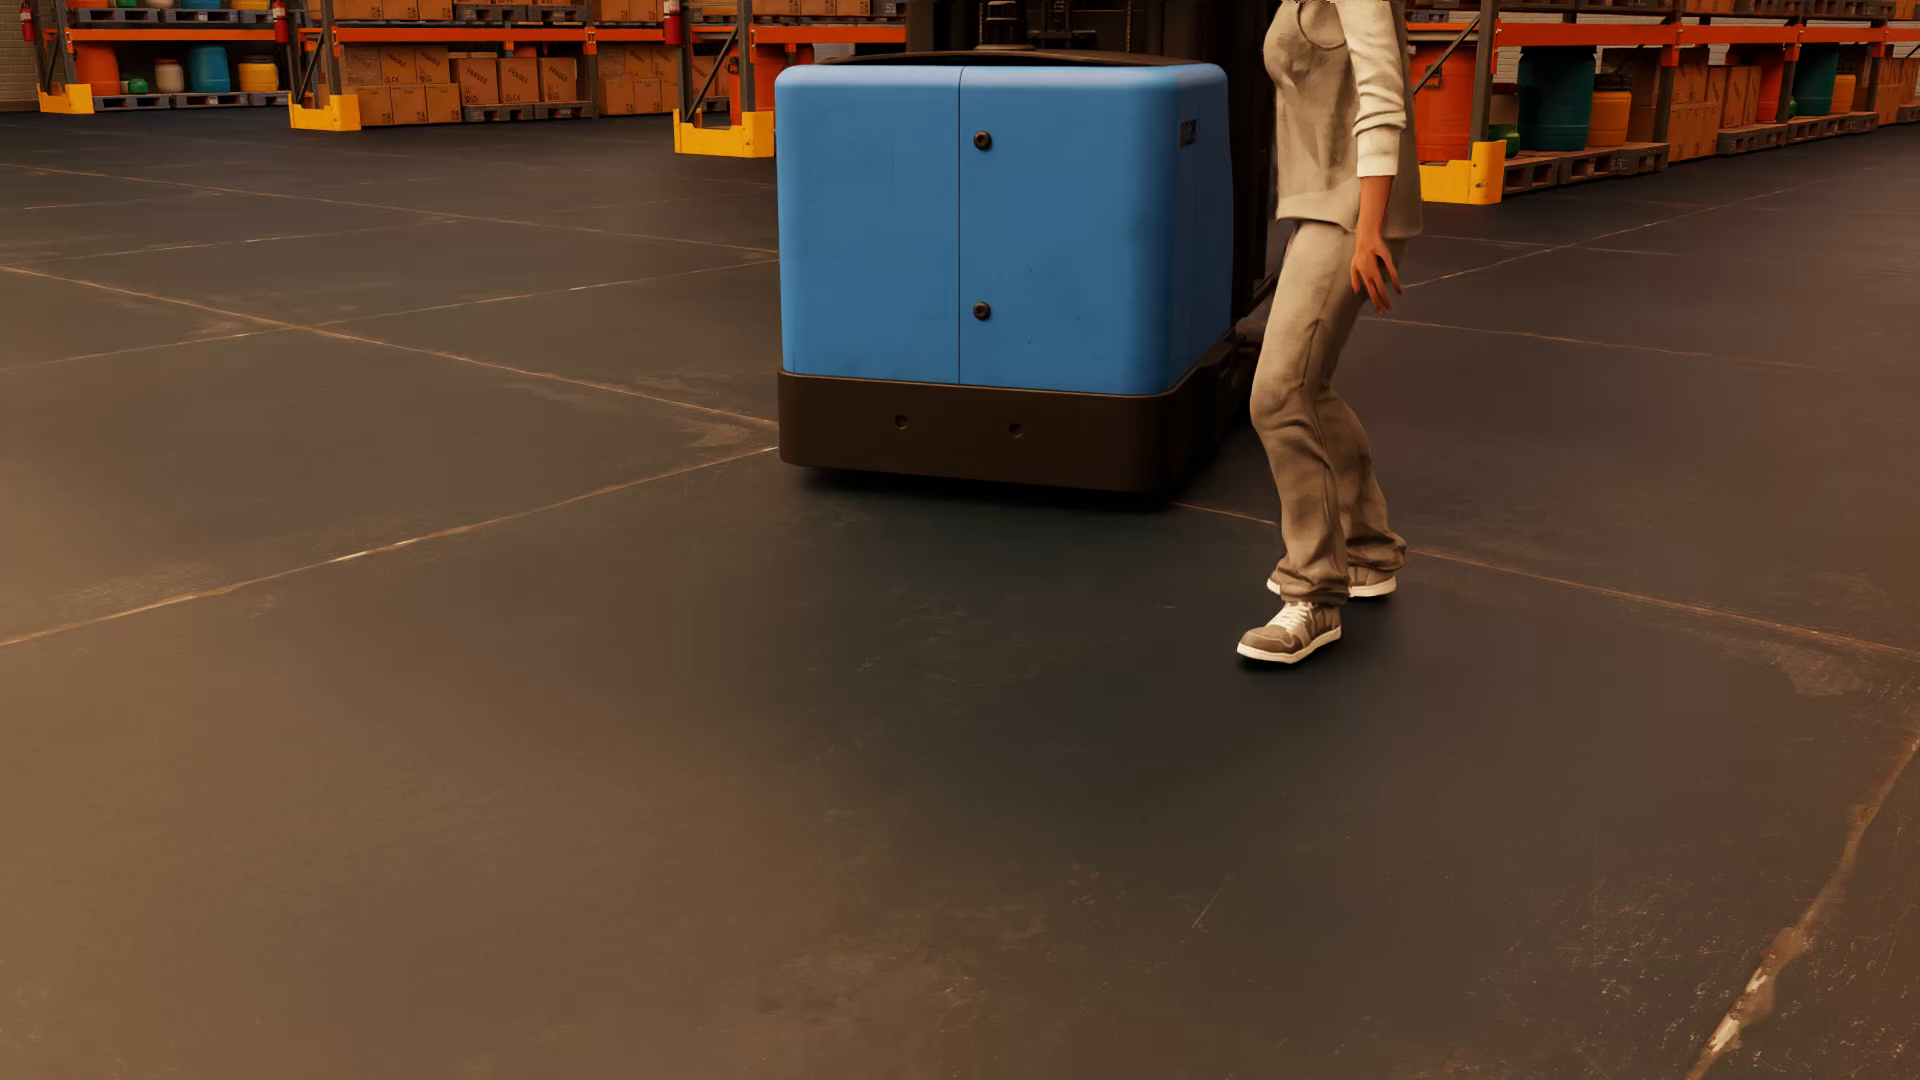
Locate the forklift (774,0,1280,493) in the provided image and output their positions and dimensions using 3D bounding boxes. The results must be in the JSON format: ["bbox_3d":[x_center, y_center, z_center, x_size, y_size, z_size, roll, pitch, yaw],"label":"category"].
[{"bbox_3d":[0.454,-1.907,5.177,1.130,2.935,3.031,5,18,17],"label":"forklift"}]

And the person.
[{"bbox_3d":[0.729,-0.592,3.226,0.388,1.570,0.732,3,17,8],"label":"person"}]
